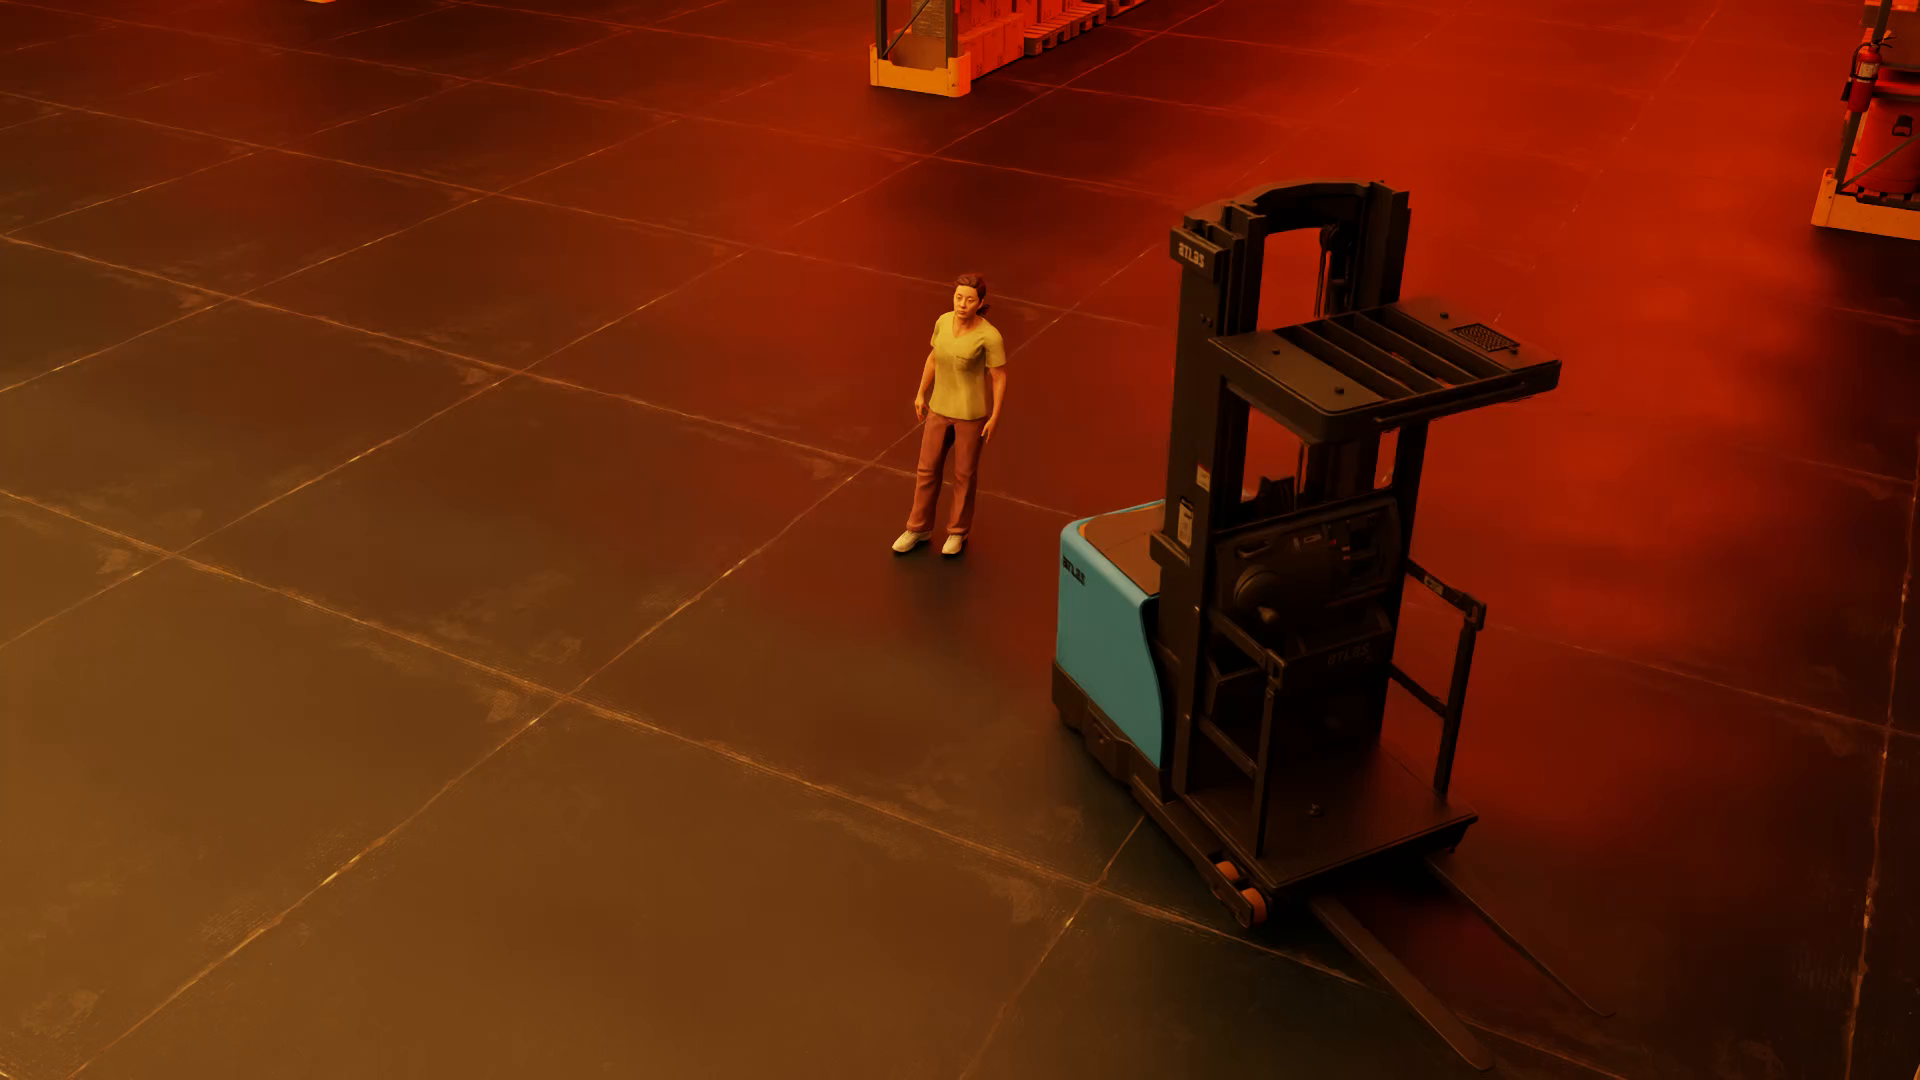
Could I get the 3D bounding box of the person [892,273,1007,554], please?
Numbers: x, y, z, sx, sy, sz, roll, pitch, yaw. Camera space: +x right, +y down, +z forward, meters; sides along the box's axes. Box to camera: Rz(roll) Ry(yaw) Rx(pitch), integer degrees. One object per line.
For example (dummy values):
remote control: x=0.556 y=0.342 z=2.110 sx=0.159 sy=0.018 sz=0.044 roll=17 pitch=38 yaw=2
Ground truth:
person: x=-0.046 y=-0.703 z=9.529 sx=0.553 sy=1.673 sz=0.548 roll=15 pitch=33 yaw=25

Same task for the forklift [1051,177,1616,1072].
forklift: x=1.565 y=0.137 z=6.833 sx=1.130 sy=2.935 sz=3.031 roll=-14 pitch=33 yaw=-22
